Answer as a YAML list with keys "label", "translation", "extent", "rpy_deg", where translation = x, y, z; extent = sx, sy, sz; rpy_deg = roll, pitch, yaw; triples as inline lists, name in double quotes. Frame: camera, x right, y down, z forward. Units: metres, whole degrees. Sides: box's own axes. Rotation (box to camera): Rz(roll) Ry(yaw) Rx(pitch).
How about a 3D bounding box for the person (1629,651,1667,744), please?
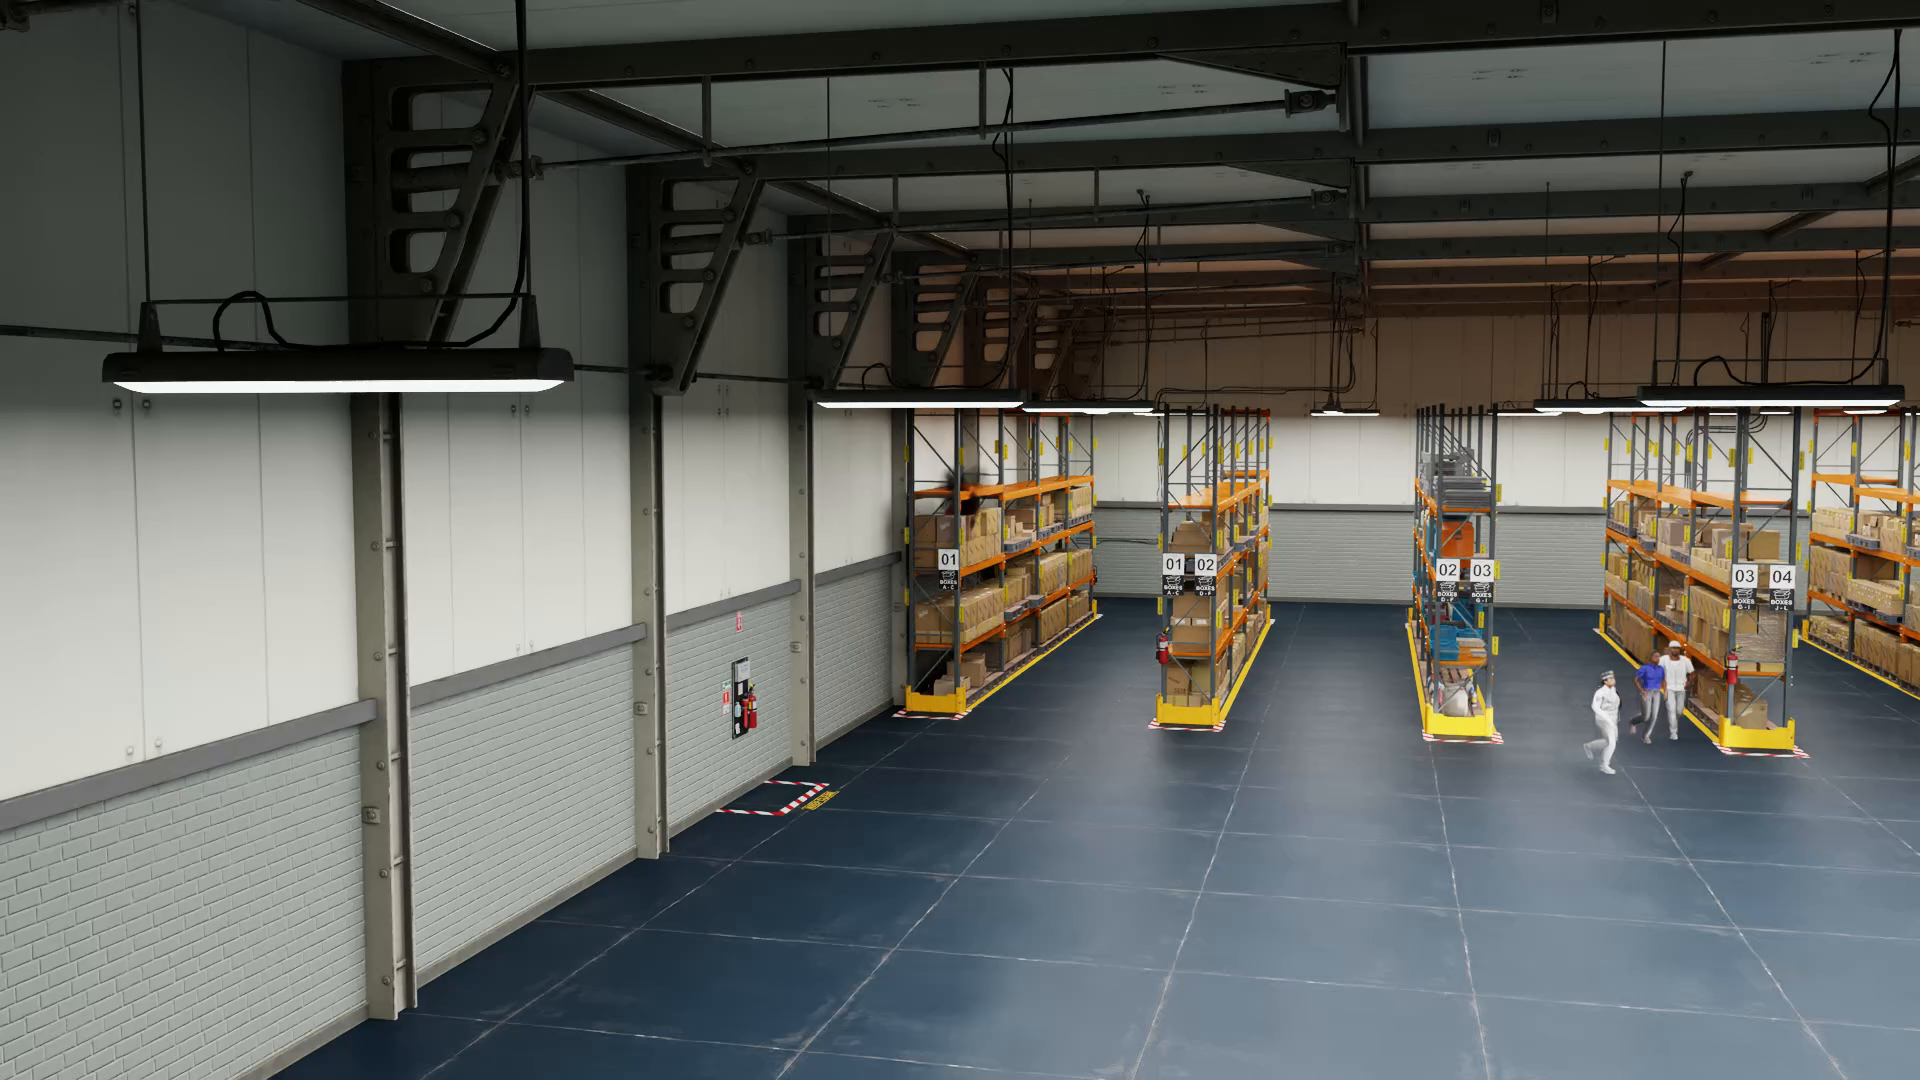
- label: "person"
  translation: [12.277, 2.780, 29.612]
  extent: [0.578, 1.629, 0.604]
  rpy_deg: [-1, 4, -8]

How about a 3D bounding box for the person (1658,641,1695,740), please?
- label: "person"
  translation: [12.838, 2.670, 29.921]
  extent: [0.714, 1.745, 0.813]
  rpy_deg: [1, 4, 13]

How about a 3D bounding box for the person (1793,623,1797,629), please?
- label: "person"
  translation: [21.884, 1.727, 44.257]
  extent: [0.772, 1.616, 0.647]
  rpy_deg: [0, 4, 5]

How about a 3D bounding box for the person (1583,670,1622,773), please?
- label: "person"
  translation: [10.443, 2.933, 27.075]
  extent: [0.626, 1.676, 0.621]
  rpy_deg: [-3, 5, -40]
